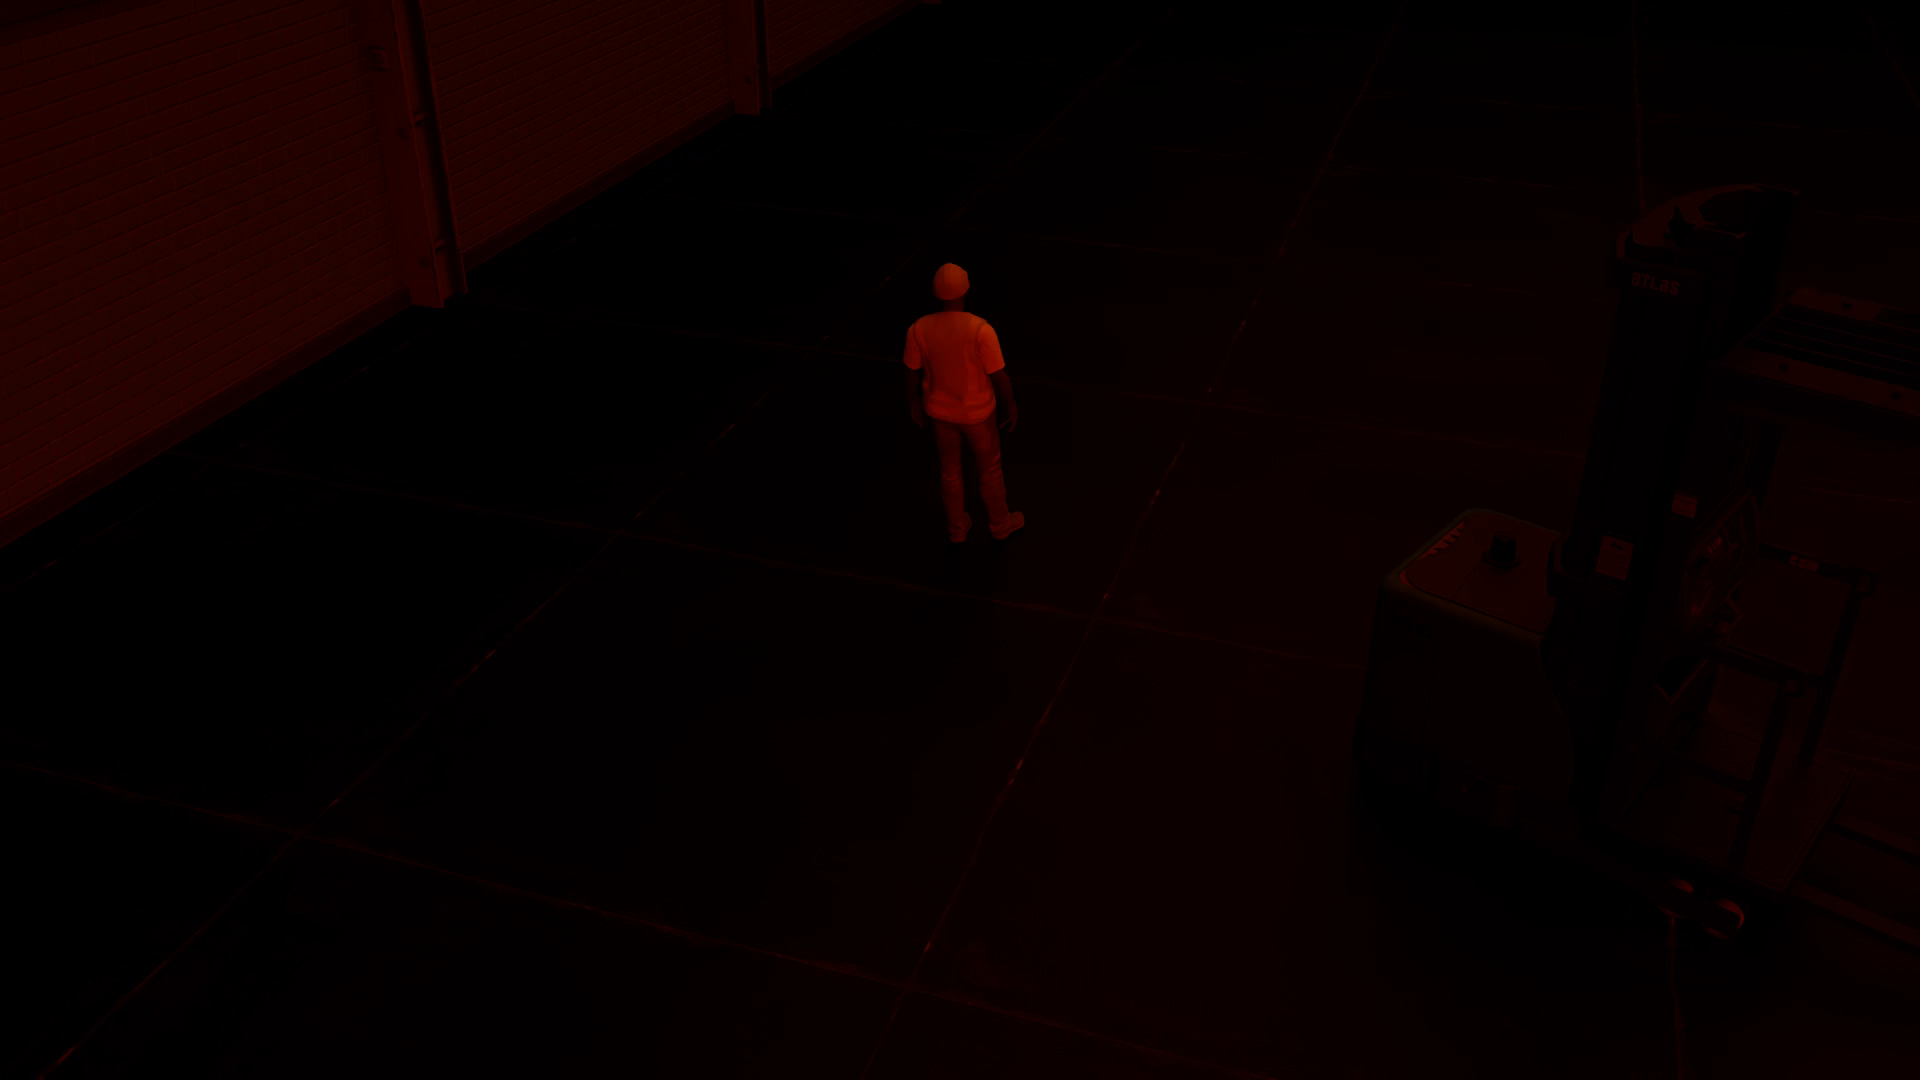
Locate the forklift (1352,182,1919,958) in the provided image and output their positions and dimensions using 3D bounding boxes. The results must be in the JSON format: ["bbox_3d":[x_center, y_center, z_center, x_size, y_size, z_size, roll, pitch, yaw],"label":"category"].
[{"bbox_3d":[3.364,0.130,6.908,3.031,2.935,1.130,23,37,34],"label":"forklift"}]

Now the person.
[{"bbox_3d":[0.028,-0.805,9.710,0.665,1.765,0.577,10,31,16],"label":"person"}]
